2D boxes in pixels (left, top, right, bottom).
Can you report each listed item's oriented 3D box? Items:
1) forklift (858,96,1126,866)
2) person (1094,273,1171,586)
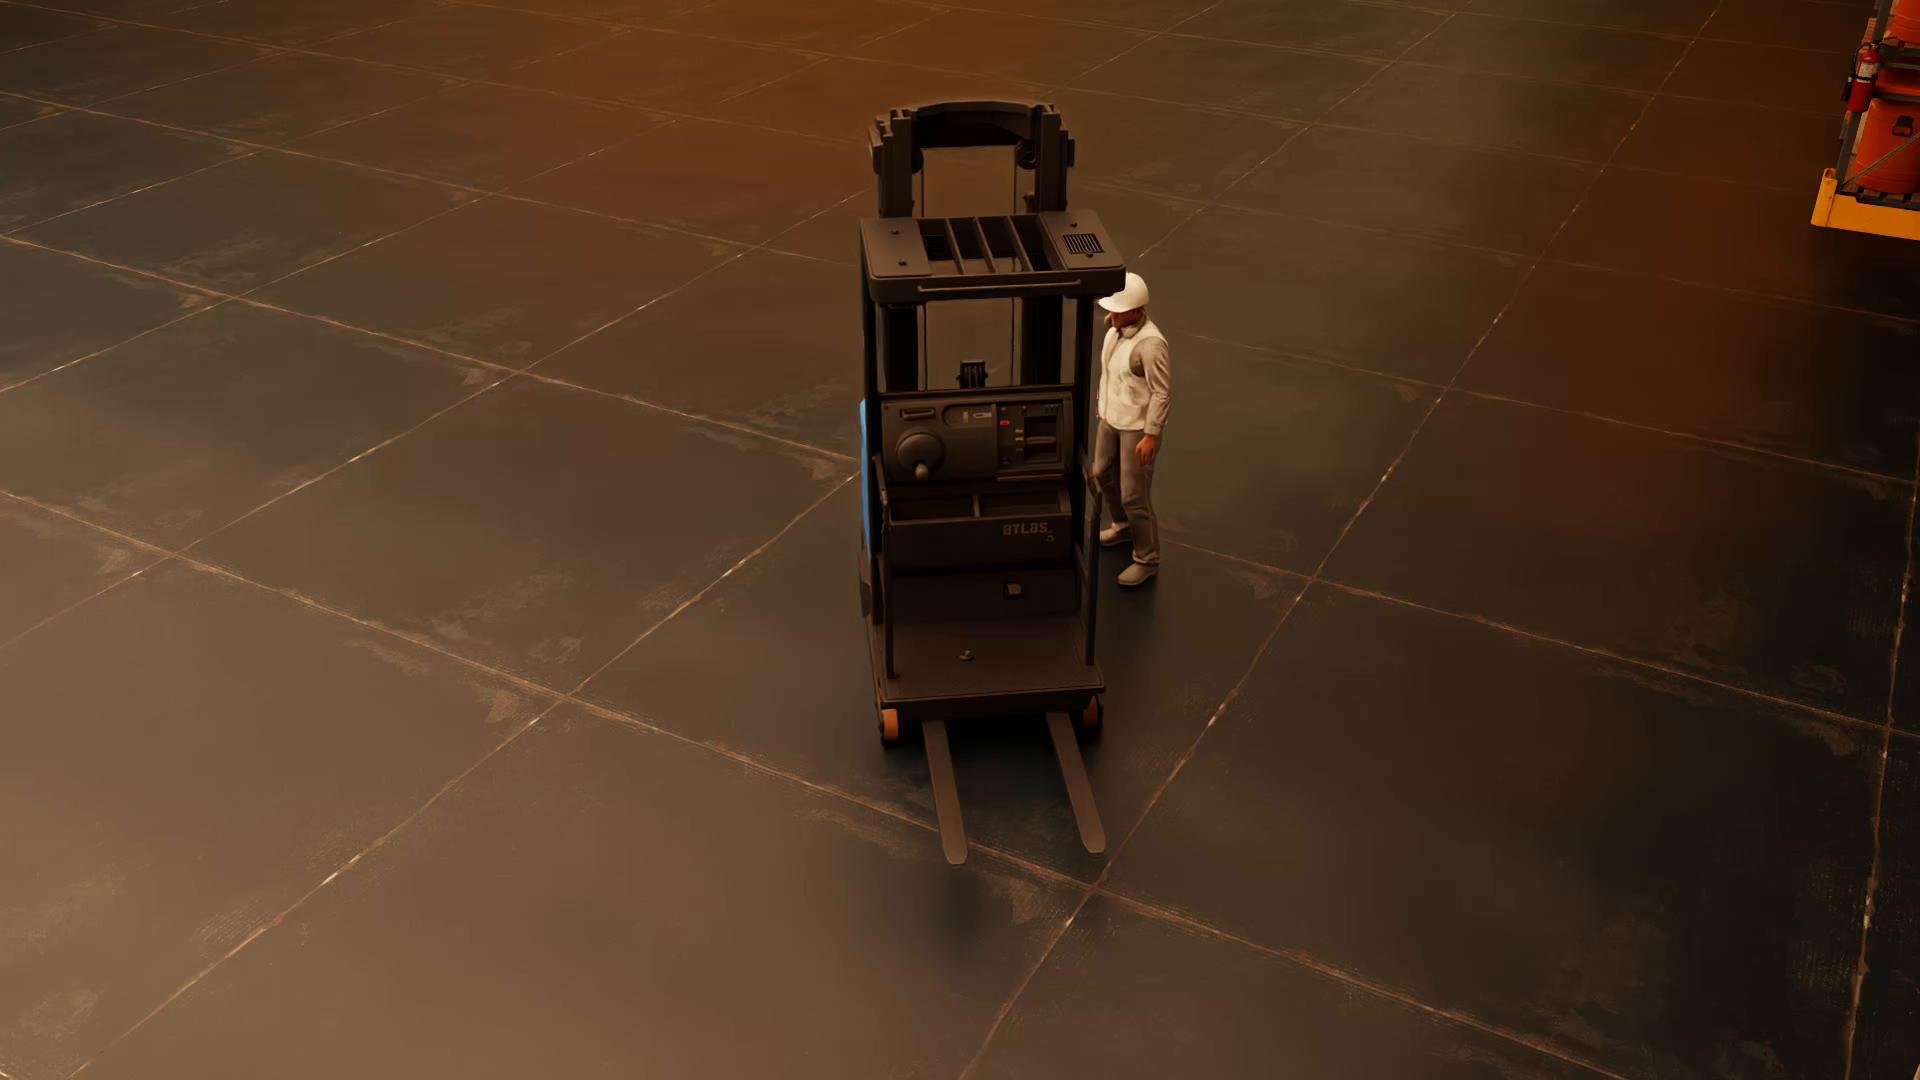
[{"bbox_3d":[0.115,-0.452,7.854,1.130,2.935,3.031,-3,30,-6],"label":"forklift"},{"bbox_3d":[0.952,-0.682,9.437,0.421,1.748,0.764,-13,32,-21],"label":"person"}]
